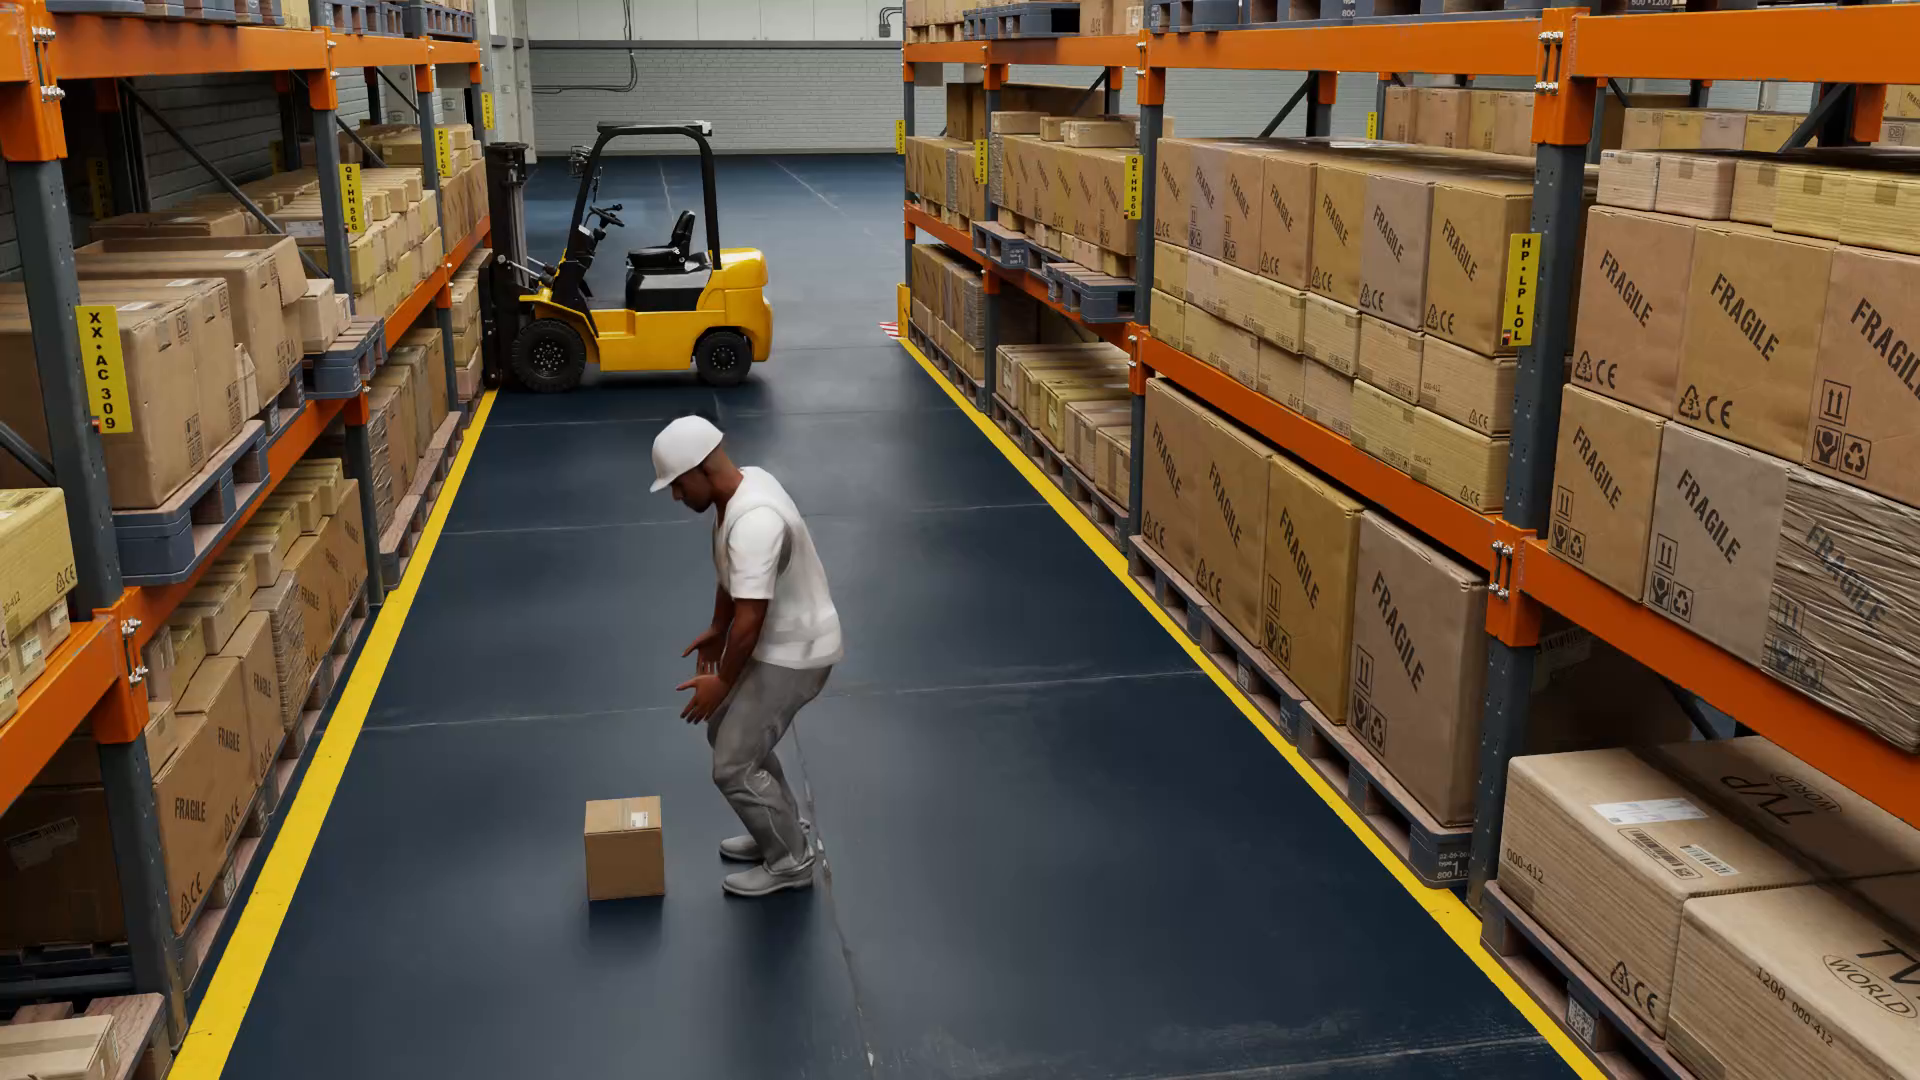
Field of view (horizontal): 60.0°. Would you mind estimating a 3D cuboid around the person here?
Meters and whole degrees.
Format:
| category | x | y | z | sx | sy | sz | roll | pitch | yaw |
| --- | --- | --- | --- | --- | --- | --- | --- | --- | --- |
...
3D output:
| category | x | y | z | sx | sy | sz | roll | pitch | yaw |
| --- | --- | --- | --- | --- | --- | --- | --- | --- | --- |
| person | -0.687 | 0.377 | 5.478 | 0.599 | 1.613 | 0.616 | -3 | 16 | -10 |
